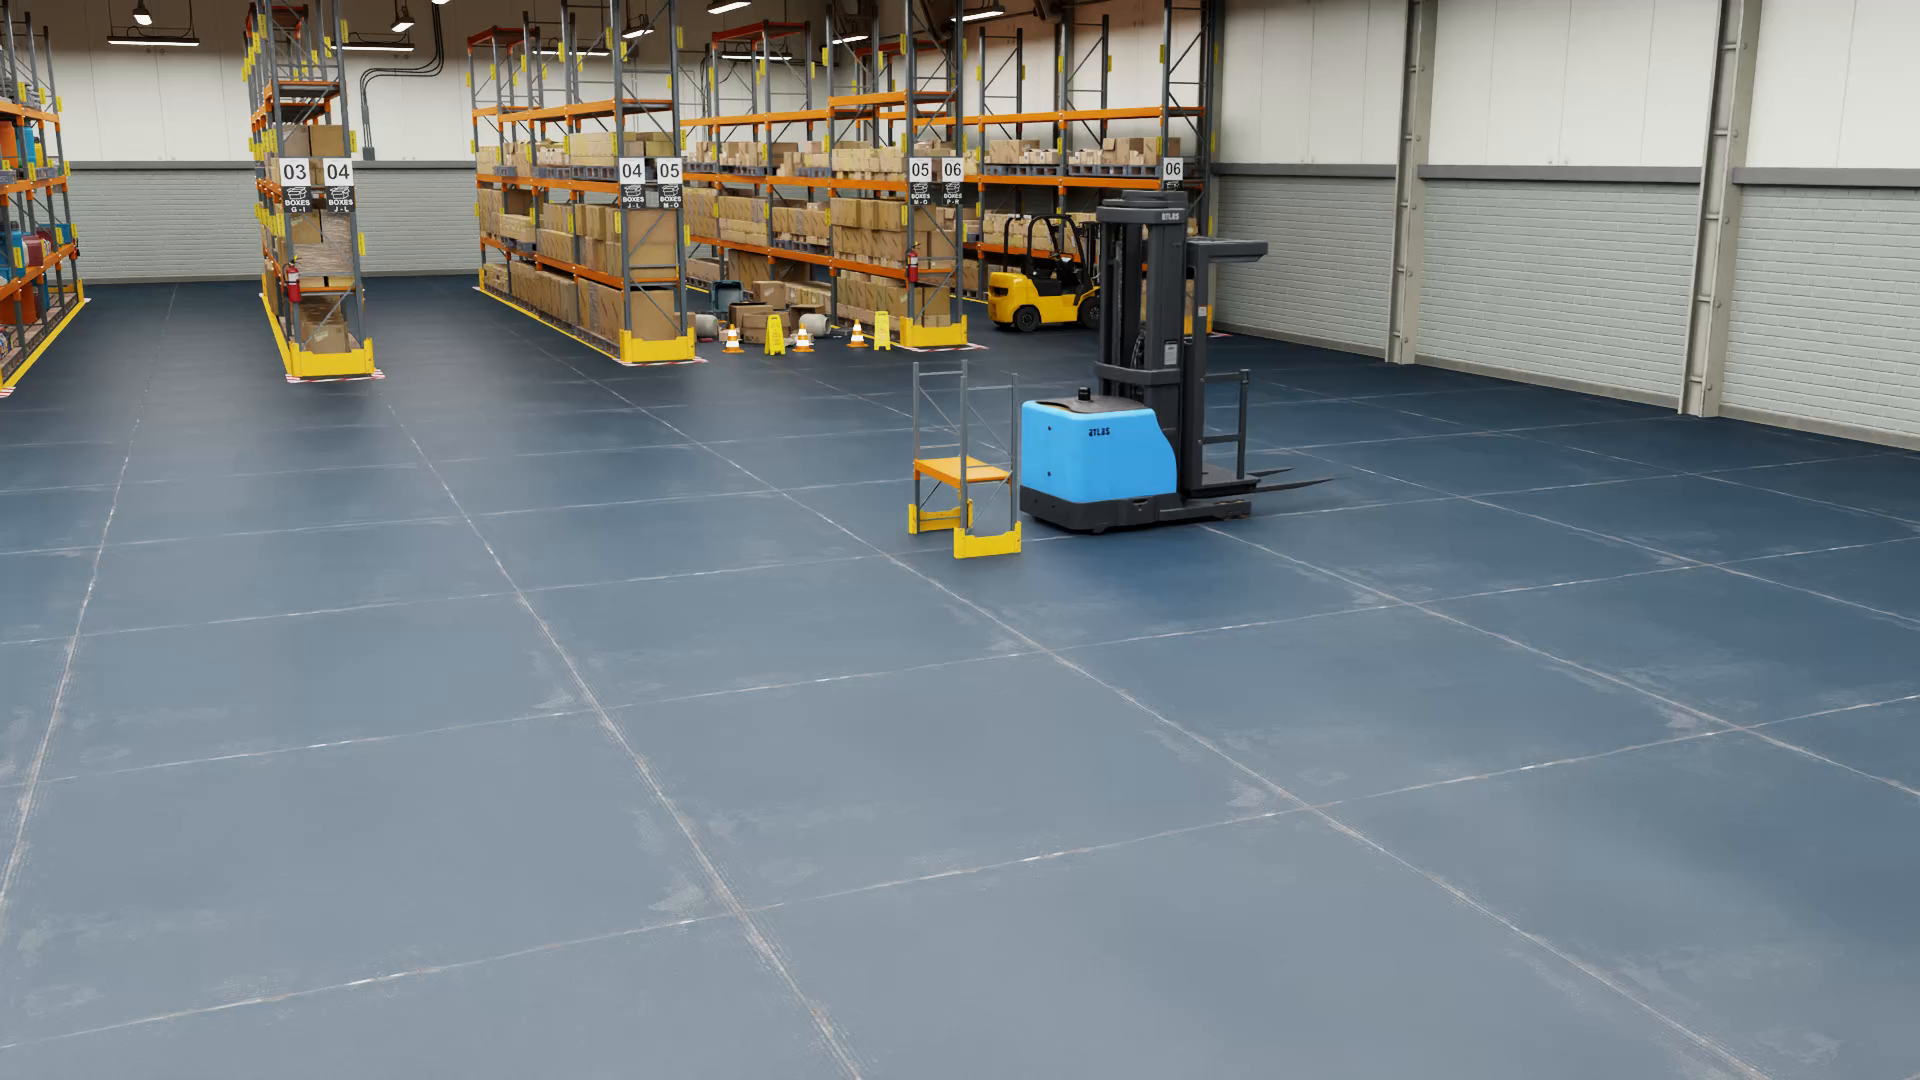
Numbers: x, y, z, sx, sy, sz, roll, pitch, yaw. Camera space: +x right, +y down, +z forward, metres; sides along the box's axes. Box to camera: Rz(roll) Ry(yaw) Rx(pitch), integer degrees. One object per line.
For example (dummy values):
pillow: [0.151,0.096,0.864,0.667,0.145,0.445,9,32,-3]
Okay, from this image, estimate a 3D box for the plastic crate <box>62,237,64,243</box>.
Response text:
plastic crate: [-19.966,-6.587,36.629,0.396,0.136,0.243,-6,14,-23]

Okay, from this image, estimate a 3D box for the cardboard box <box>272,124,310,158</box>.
cardboard box: [-10.364,-6.176,25.759,0.500,0.500,0.500,-6,14,-23]

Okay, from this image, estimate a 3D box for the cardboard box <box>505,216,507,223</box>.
cardboard box: [-9.681,-6.973,36.154,0.380,0.149,0.250,-6,14,-24]

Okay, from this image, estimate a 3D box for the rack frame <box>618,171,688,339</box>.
rack frame: [-4.926,-4.407,26.759,1.000,3.000,0.127,-6,14,-23]

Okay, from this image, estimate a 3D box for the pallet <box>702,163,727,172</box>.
pallet: [-5.556,-8.942,39.899,1.003,0.211,1.213,-6,14,-23]

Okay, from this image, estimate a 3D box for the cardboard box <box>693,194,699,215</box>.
cardboard box: [-6.282,-8.277,41.040,0.500,0.500,0.500,-6,14,-23]

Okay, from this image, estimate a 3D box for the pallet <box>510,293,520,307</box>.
pallet: [-9.420,-5.367,37.091,1.003,0.211,1.213,-6,14,-23]

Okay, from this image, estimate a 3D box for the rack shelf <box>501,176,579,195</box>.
rack shelf: [-8.932,-7.584,35.429,1.077,0.370,4.000,-6,14,-23]

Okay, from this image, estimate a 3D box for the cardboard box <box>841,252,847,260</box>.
cardboard box: [-2.052,-5.438,31.769,0.380,0.149,0.250,-5,14,-21]

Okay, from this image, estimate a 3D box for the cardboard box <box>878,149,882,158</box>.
cardboard box: [-1.251,-6.918,29.745,0.380,0.149,0.250,-6,14,-25]

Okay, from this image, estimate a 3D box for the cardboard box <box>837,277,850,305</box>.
cardboard box: [-2.044,-4.786,31.898,0.500,0.500,0.500,-5,14,-20]

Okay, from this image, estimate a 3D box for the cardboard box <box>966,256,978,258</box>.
cardboard box: [0.351,-6.738,40.003,0.380,0.149,0.250,-6,14,-25]

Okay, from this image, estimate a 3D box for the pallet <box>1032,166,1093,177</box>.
pallet: [2.148,-7.700,34.758,0.805,0.209,1.217,-6,14,-25]

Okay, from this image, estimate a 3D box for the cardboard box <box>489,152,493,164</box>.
cardboard box: [-10.562,-8.806,38.339,0.500,0.250,0.500,-5,14,-21]

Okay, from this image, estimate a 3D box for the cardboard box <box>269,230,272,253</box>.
cardboard box: [-13.335,-5.865,32.835,0.500,0.500,0.500,-6,14,-23]

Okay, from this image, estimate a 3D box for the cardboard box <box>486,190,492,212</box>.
cardboard box: [-10.795,-7.959,39.006,0.500,0.500,0.500,-6,14,-25]

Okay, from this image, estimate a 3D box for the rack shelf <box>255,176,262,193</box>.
rack shelf: [-15.119,-7.983,37.154,1.077,0.370,4.000,-6,14,-23]

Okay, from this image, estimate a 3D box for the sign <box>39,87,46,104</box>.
sign: [-18.352,-8.882,33.253,0.100,0.325,0.005,-6,14,-23]

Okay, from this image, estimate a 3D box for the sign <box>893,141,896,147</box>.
sign: [-1.777,-10.569,44.765,0.100,0.325,0.005,-6,14,-23]

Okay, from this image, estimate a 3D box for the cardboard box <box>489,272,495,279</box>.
cardboard box: [-11.120,-6.375,39.993,0.380,0.149,0.250,-5,14,-21]

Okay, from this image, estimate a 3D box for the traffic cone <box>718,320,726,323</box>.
traffic cone: [-4.845,-4.565,33.067,0.336,0.463,0.334,-6,14,-23]

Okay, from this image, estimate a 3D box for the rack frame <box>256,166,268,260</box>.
rack frame: [-15.920,-7.286,39.196,1.000,3.000,0.127,-6,14,-23]

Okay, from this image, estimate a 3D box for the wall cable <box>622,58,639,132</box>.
wall cable: [-9.377,-12.253,47.355,0.463,3.000,0.029,-6,14,-23]

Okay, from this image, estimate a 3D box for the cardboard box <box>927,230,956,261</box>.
cardboard box: [-0.367,-5.192,29.267,0.500,0.500,0.500,-6,14,-24]

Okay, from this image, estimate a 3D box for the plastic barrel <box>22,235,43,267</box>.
plastic barrel: [-16.791,-5.183,29.811,0.600,0.536,0.708,-6,14,-23]

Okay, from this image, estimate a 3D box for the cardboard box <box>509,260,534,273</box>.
cardboard box: [-9.679,-6.062,36.858,0.500,0.250,0.500,-6,14,-25]

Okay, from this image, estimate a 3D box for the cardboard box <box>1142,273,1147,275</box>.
cardboard box: [3.504,-5.106,32.730,0.500,0.250,0.500,-6,14,-24]

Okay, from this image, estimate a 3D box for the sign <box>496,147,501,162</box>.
sign: [-10.227,-8.549,36.856,0.100,0.325,0.005,-6,14,-23]

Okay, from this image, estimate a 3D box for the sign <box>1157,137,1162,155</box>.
sign: [3.613,-7.132,30.093,0.100,0.325,0.005,-6,14,-23]

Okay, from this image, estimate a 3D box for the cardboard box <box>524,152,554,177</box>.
cardboard box: [-8.592,-7.665,33.962,0.500,0.500,0.500,-6,14,-23]

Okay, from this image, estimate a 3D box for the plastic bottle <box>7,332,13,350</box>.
plastic bottle: [-15.157,-3.180,26.507,0.061,0.283,0.133,-5,14,-20]

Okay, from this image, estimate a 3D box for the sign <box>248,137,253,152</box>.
sign: [-16.431,-9.162,38.540,0.100,0.325,0.005,-6,14,-23]

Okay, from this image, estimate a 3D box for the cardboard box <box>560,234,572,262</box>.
cardboard box: [-7.185,-5.470,31.131,0.500,0.500,0.500,-6,14,-24]

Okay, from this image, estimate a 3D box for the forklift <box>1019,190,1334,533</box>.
forklift: [2.090,-1.700,15.216,3.031,2.935,1.130,-7,15,-27]

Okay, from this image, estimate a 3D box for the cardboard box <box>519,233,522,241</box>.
cardboard box: [-8.951,-6.307,34.594,0.380,0.149,0.250,-5,14,-22]

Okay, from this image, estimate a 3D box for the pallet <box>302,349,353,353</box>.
pallet: [-9.835,-2.808,26.035,1.003,0.211,1.213,-6,14,-23]

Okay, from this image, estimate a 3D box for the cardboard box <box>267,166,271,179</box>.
cardboard box: [-12.341,-6.690,30.301,0.500,0.250,0.500,-5,14,-22]

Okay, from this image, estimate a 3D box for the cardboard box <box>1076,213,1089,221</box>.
cardboard box: [2.573,-6.523,33.583,0.380,0.149,0.250,-5,14,-22]

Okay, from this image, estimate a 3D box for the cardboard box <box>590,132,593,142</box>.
cardboard box: [-5.983,-6.742,27.831,0.380,0.149,0.250,-6,14,-23]

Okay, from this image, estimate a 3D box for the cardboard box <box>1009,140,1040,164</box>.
cardboard box: [1.386,-8.358,35.805,0.500,0.500,0.500,-5,14,-22]

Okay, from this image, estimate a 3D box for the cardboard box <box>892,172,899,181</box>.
cardboard box: [-0.960,-6.311,28.890,0.380,0.149,0.250,-6,14,-23]

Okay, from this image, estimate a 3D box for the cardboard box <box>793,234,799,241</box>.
cardboard box: [-3.267,-6.303,34.575,0.380,0.149,0.250,-5,14,-20]

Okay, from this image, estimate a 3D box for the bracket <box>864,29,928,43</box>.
bracket: [-1.668,-13.291,43.857,0.076,0.066,4.783,-6,14,-23]

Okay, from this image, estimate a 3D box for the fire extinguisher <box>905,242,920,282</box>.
fire extinguisher: [-0.807,-4.772,28.508,0.296,0.674,0.183,-6,14,-23]

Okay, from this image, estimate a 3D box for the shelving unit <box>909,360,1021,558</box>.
shelving unit: [0.031,-0.715,14.133,0.587,1.500,1.083,-6,14,-23]

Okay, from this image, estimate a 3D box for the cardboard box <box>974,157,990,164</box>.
cardboard box: [0.548,-8.611,37.719,0.380,0.149,0.250,-5,14,-22]

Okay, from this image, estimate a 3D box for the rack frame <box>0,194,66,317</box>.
rack frame: [-18.856,-6.012,33.693,1.000,3.000,0.127,-6,14,-23]

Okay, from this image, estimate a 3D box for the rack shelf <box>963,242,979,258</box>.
rack shelf: [0.110,-7.040,39.729,1.077,0.370,4.000,-6,14,-23]

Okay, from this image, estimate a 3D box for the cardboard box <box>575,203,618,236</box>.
cardboard box: [-6.412,-5.753,29.848,0.875,0.550,0.550,-6,14,-23]

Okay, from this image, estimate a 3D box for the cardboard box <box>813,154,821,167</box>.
cardboard box: [-2.598,-7.507,32.902,0.500,0.250,0.500,-5,14,-22]

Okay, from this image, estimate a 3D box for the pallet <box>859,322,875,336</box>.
pallet: [-1.239,-3.955,30.990,1.003,0.211,1.213,-6,14,-23]

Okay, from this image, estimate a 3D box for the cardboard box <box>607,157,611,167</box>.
cardboard box: [-5.470,-6.090,26.781,0.380,0.149,0.250,-5,14,-22]

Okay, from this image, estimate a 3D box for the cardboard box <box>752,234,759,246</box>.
cardboard box: [-4.295,-6.640,36.740,0.500,0.250,0.500,-5,14,-22]

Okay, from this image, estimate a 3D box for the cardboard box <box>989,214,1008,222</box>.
cardboard box: [0.877,-7.194,37.141,0.380,0.149,0.250,-5,14,-22]
